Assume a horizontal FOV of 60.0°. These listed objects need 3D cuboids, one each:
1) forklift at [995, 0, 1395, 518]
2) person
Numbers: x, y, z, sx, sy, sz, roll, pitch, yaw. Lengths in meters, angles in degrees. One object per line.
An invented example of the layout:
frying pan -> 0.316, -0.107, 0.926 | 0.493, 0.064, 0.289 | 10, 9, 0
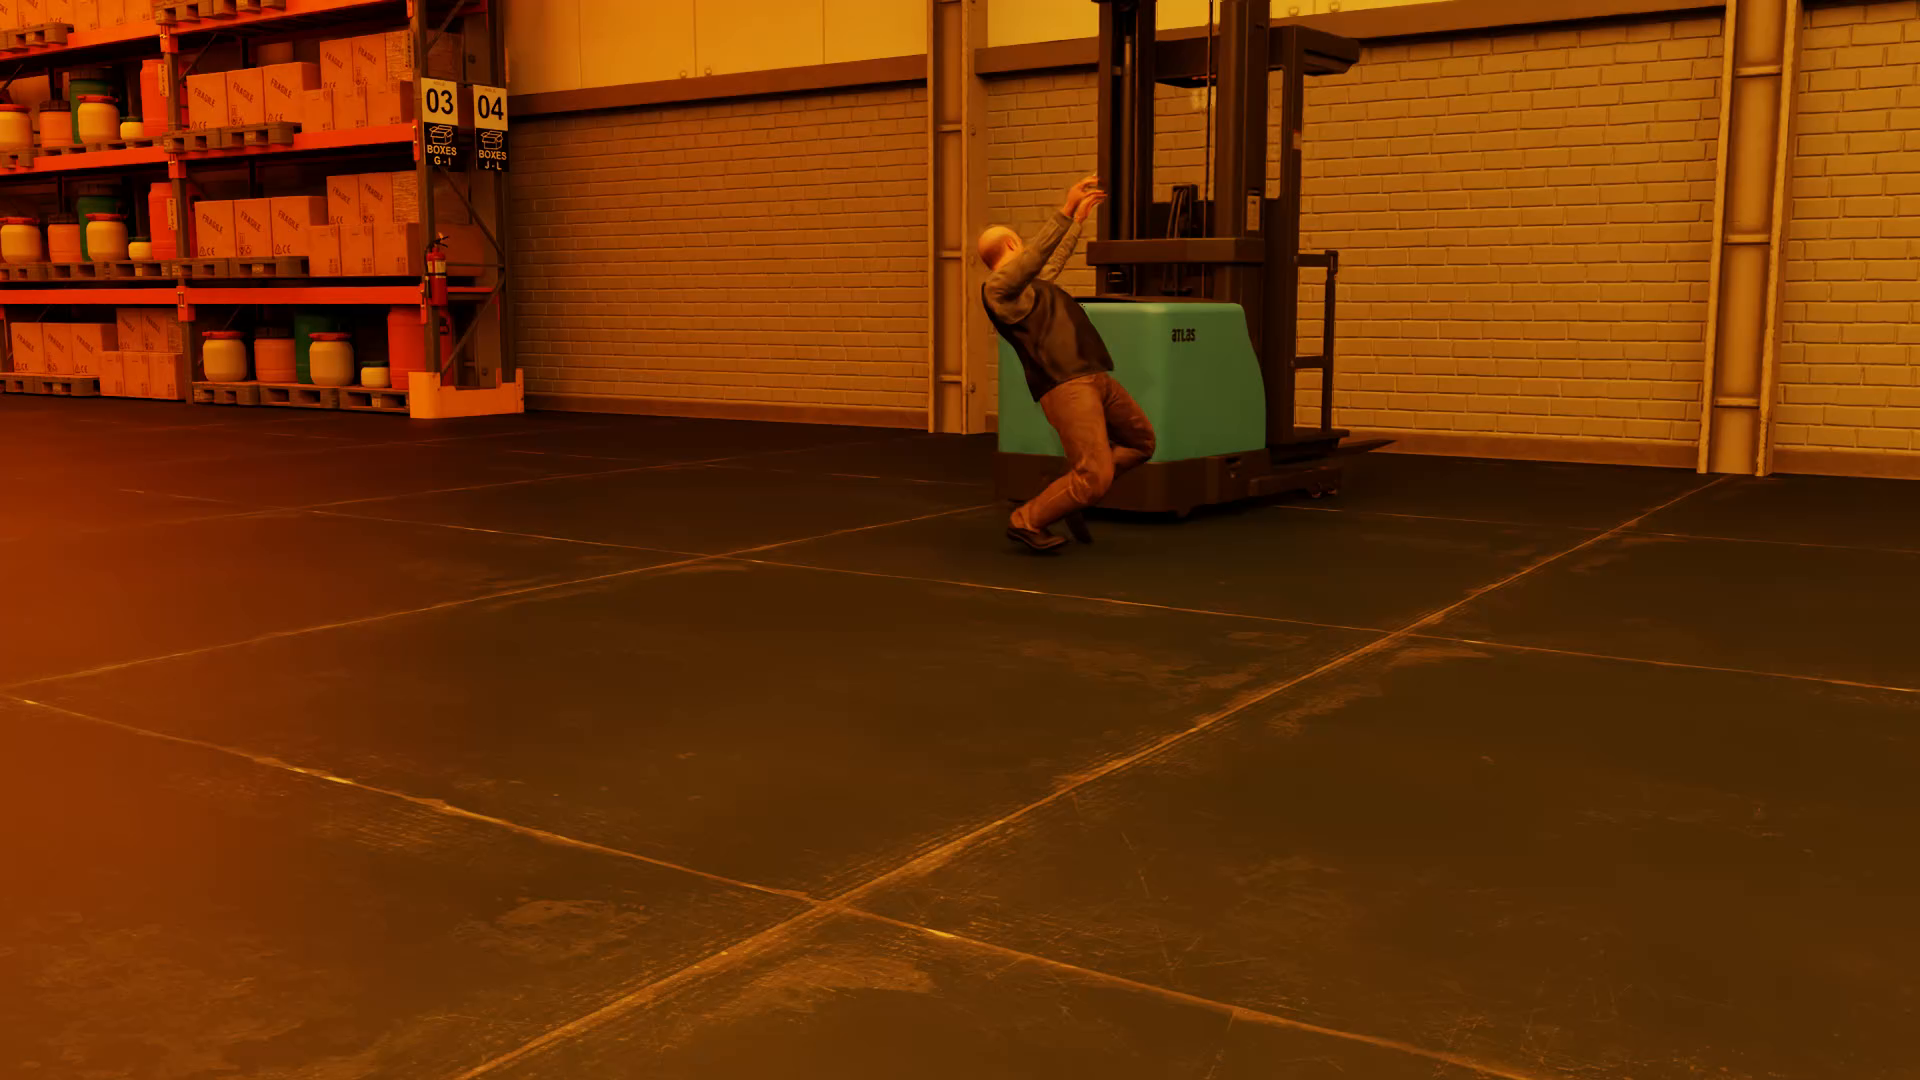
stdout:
forklift -> 1.505, -1.720, 9.285 | 1.130, 2.935, 3.031 | 7, 10, 39
person -> 0.442, -0.745, 7.261 | 0.751, 1.599, 0.949 | 3, 9, 19
